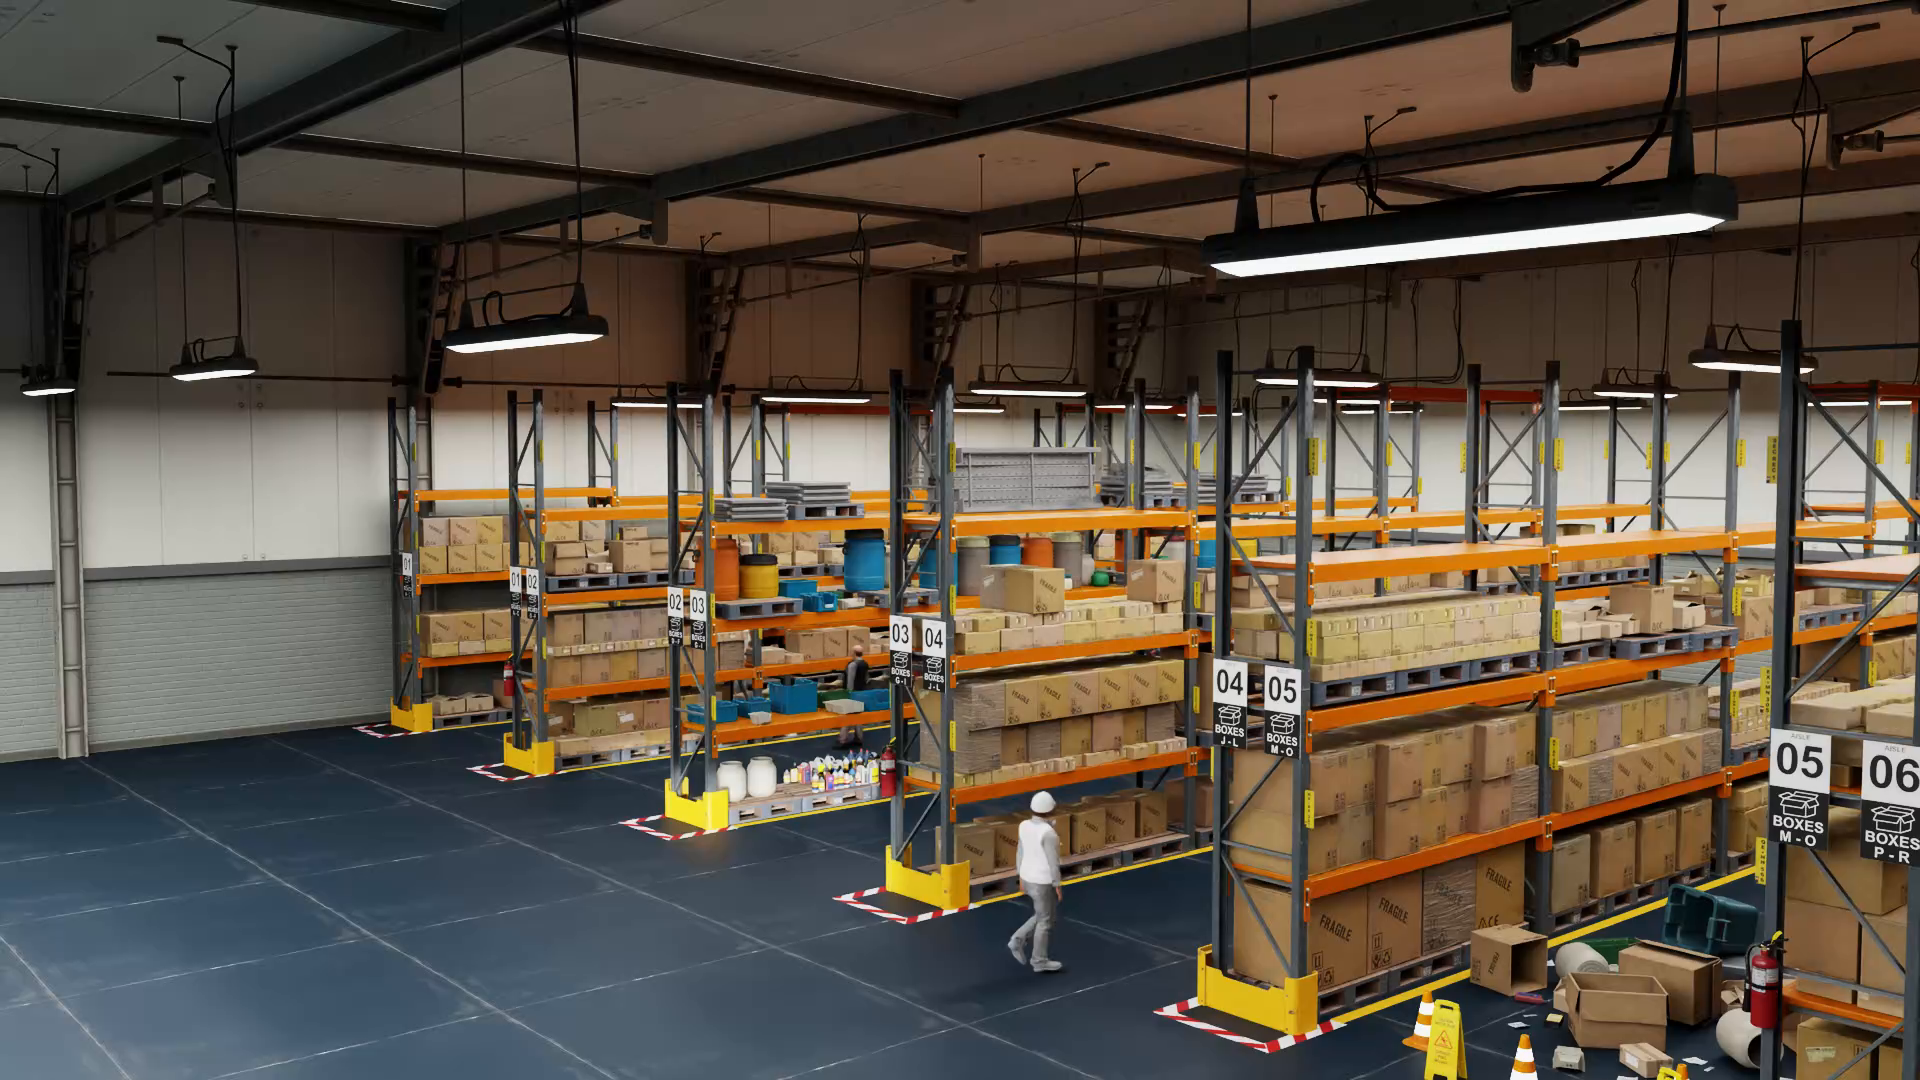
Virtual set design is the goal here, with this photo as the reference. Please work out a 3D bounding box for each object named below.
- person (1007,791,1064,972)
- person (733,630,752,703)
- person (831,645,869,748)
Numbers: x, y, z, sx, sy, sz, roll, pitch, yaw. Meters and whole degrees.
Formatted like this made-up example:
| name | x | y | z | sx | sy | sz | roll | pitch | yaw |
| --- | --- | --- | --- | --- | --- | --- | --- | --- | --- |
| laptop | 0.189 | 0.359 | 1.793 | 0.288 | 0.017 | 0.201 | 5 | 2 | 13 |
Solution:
| name | x | y | z | sx | sy | sz | roll | pitch | yaw |
| --- | --- | --- | --- | --- | --- | --- | --- | --- | --- |
| person | 0.749 | 3.319 | 16.168 | 0.526 | 1.766 | 0.497 | -1 | 3 | -13 |
| person | -4.387 | 2.356 | 32.958 | 0.622 | 1.768 | 0.358 | -2 | 4 | -31 |
| person | -1.852 | 2.653 | 28.282 | 0.452 | 1.734 | 0.639 | 2 | 4 | 32 |
